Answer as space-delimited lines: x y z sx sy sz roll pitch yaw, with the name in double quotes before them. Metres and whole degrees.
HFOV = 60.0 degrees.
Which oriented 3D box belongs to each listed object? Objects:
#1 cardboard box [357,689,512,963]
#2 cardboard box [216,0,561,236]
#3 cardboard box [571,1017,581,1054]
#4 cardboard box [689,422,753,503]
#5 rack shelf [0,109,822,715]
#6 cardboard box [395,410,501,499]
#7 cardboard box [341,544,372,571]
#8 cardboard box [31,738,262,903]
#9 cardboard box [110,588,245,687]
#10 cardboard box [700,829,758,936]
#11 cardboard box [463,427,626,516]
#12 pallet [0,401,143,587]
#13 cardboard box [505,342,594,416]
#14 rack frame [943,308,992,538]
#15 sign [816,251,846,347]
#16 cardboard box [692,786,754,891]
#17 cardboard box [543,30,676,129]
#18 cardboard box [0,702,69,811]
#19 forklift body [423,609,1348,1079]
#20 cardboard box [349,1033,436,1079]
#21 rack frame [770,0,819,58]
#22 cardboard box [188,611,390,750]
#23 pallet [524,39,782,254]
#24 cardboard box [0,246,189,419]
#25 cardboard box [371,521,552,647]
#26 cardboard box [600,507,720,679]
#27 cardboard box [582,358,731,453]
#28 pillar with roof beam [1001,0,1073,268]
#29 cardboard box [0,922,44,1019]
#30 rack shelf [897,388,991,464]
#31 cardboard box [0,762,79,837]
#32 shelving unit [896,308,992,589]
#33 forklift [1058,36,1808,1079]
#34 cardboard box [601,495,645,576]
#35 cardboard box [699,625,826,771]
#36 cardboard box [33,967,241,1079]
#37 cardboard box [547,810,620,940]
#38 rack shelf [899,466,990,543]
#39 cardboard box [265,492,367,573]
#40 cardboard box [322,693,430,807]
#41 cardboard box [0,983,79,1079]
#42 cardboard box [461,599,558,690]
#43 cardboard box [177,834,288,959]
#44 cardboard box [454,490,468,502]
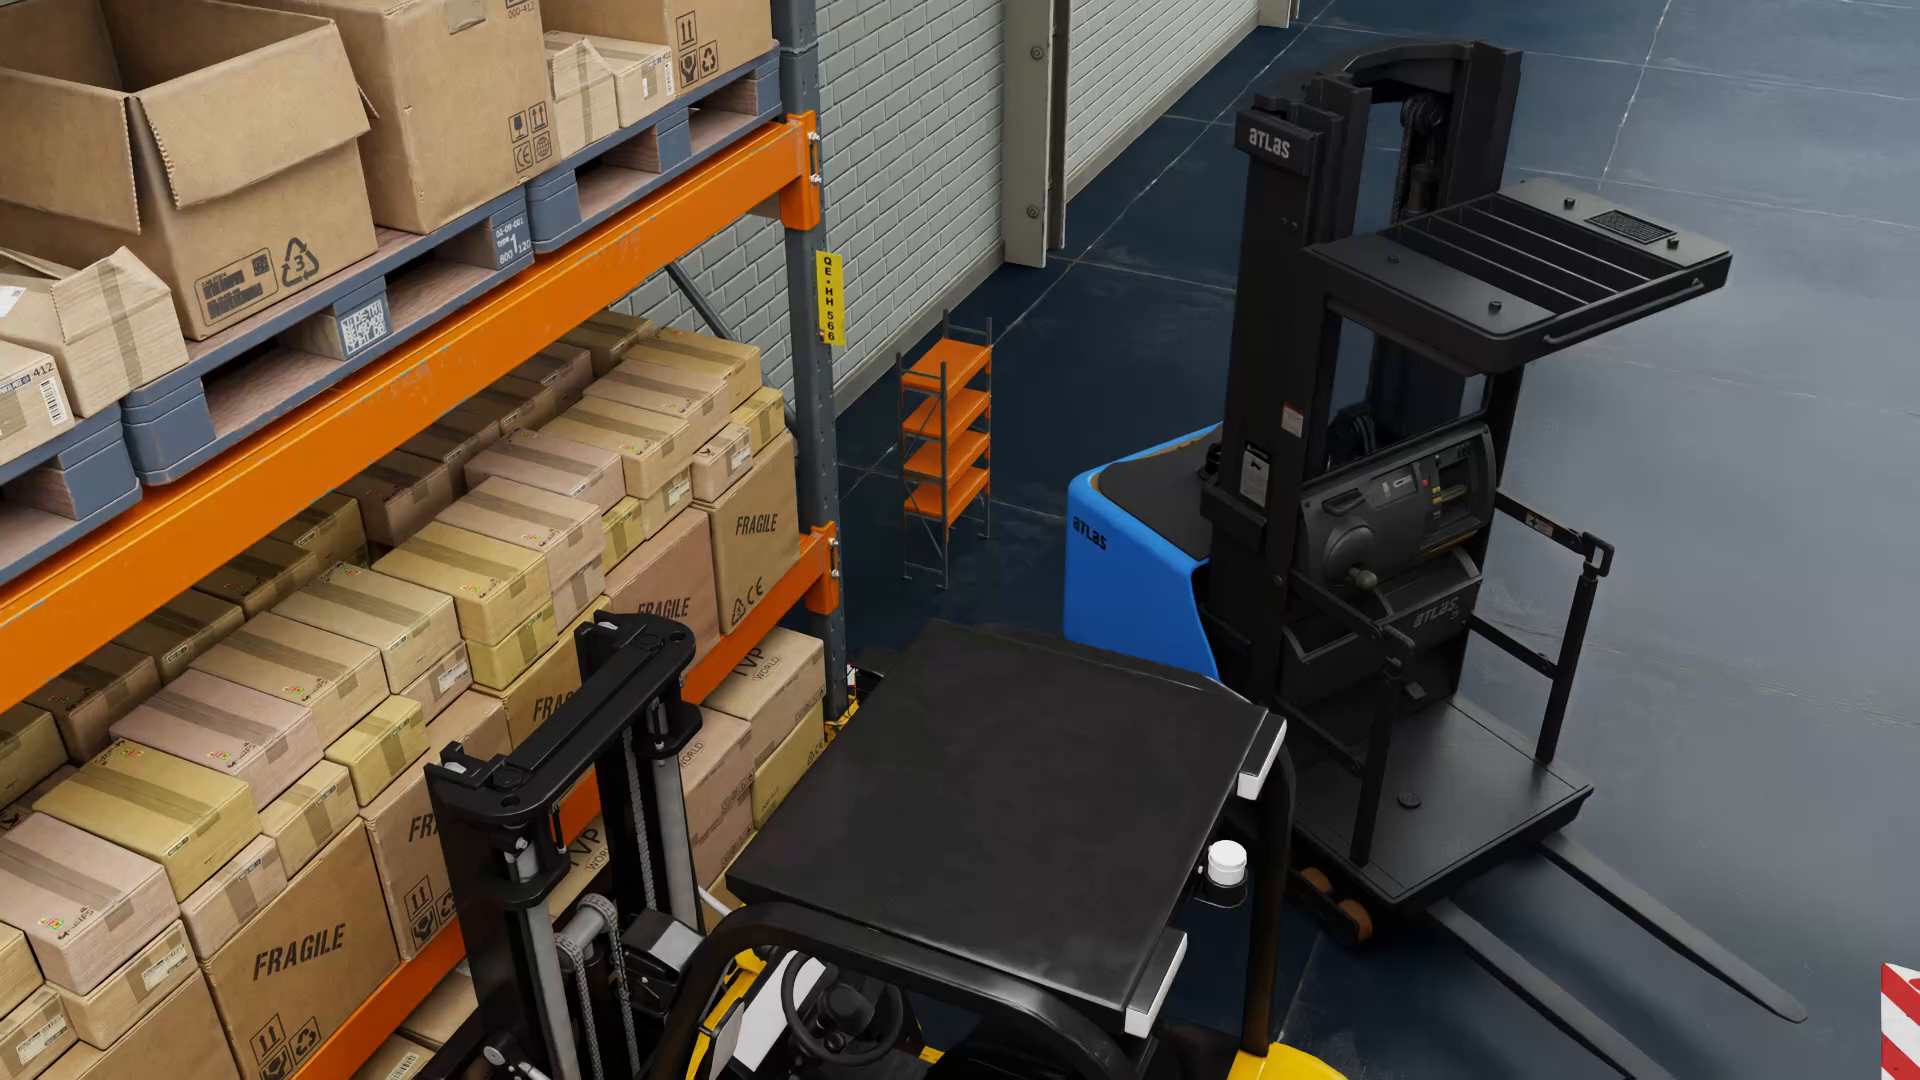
"cardboard box" -1.520 0.692 4.369 0.500 0.500 0.500 14 36 21
"cardboard box" -1.396 -1.087 3.871 0.700 0.500 0.500 14 36 21
"cardboard box" -1.462 1.500 4.895 0.500 0.250 0.500 14 36 20
"cardboard box" -0.883 -0.278 5.256 0.380 0.149 0.250 15 36 21
"rack shelf" -1.749 -0.294 3.883 1.077 0.370 4.000 14 36 20
"cardboard box" -1.602 -0.278 4.985 0.380 0.149 0.250 14 36 21
"cardboard box" -1.893 0.084 4.704 0.380 0.149 0.250 15 36 22
"cardboard box" -1.772 0.607 3.634 0.380 0.149 0.250 14 36 20
"cardboard box" -2.028 0.241 4.194 0.380 0.149 0.250 15 36 22
"cardboard box" -1.039 1.190 5.825 0.500 0.250 0.500 14 36 20
"cardboard box" -1.203 -0.174 4.825 0.380 0.149 0.250 14 36 21
"pallet" -2.253 0.008 2.848 1.003 0.211 1.213 14 36 20
"cardboard box" -1.415 -0.538 5.380 0.380 0.149 0.250 15 36 22
"rack frame" 0.033 -0.541 7.981 0.240 1.200 0.015 14 36 20
"sign" -0.426 -0.788 5.445 0.100 0.325 0.005 14 36 20
"cardboard box" -1.052 0.990 5.673 0.500 0.250 0.500 14 36 20
"cardboard box" -0.984 -1.221 4.396 0.380 0.149 0.250 13 35 19
"cardboard box" -2.311 0.476 3.835 0.380 0.149 0.250 14 36 20
"forklift body" -0.049 1.381 4.182 2.313 2.155 1.214 14 36 20
"cardboard box" -1.678 1.540 4.378 0.500 0.250 0.500 15 36 22
"rack frame" -0.913 -2.845 4.383 1.000 3.000 0.127 14 36 20
"cardboard box" -1.628 0.340 4.043 0.380 0.149 0.250 14 36 21
"pallet" -1.232 -1.208 4.701 1.003 0.211 1.213 14 36 20
"cardboard box" -1.689 -0.429 3.082 0.396 0.266 0.258 13 36 19
"cardboard box" -1.314 0.111 4.390 0.380 0.149 0.250 15 36 21
"cardboard box" -1.106 0.183 5.144 0.500 0.500 0.500 15 36 22
"cardboard box" -0.946 -0.417 5.197 0.380 0.149 0.250 14 36 21
"pillar with roof beam" 4.398 -4.706 7.220 9.100 9.000 0.400 14 36 20
"cardboard box" -2.057 0.848 3.268 0.380 0.149 0.250 14 36 20
"rack shelf" -0.069 -0.550 7.709 0.258 0.148 0.480 14 36 20
"cardboard box" -2.231 0.621 3.885 0.380 0.149 0.250 15 36 22
"shelving unit" -0.069 -0.419 7.795 0.258 1.200 0.503 14 36 20
"forklift" 1.661 -0.060 5.669 1.130 2.935 3.031 -20 38 -28
"cardboard box" -1.161 -0.042 4.896 0.380 0.149 0.250 14 36 20
"cardboard box" -0.822 0.521 5.933 0.500 0.250 0.500 15 36 22
"cardboard box" -1.961 1.190 3.609 0.500 0.500 0.500 15 36 21
"cardboard box" -1.232 1.030 5.157 0.500 0.250 0.500 15 36 21
"rack shelf" -0.069 -0.197 7.941 0.258 0.148 0.480 14 36 20
"cardboard box" -1.889 -0.033 4.611 0.380 0.149 0.250 13 36 19
"cardboard box" -1.549 0.479 4.102 0.380 0.149 0.250 13 36 20
"cardboard box" -2.023 0.979 3.339 0.380 0.149 0.250 14 36 20
"cardboard box" -1.318 0.232 4.478 0.380 0.149 0.250 14 36 21
"cardboard box" -1.742 0.743 3.699 0.380 0.149 0.250 14 36 20
"cardboard box" -1.615 -0.158 5.073 0.380 0.149 0.250 13 35 19
